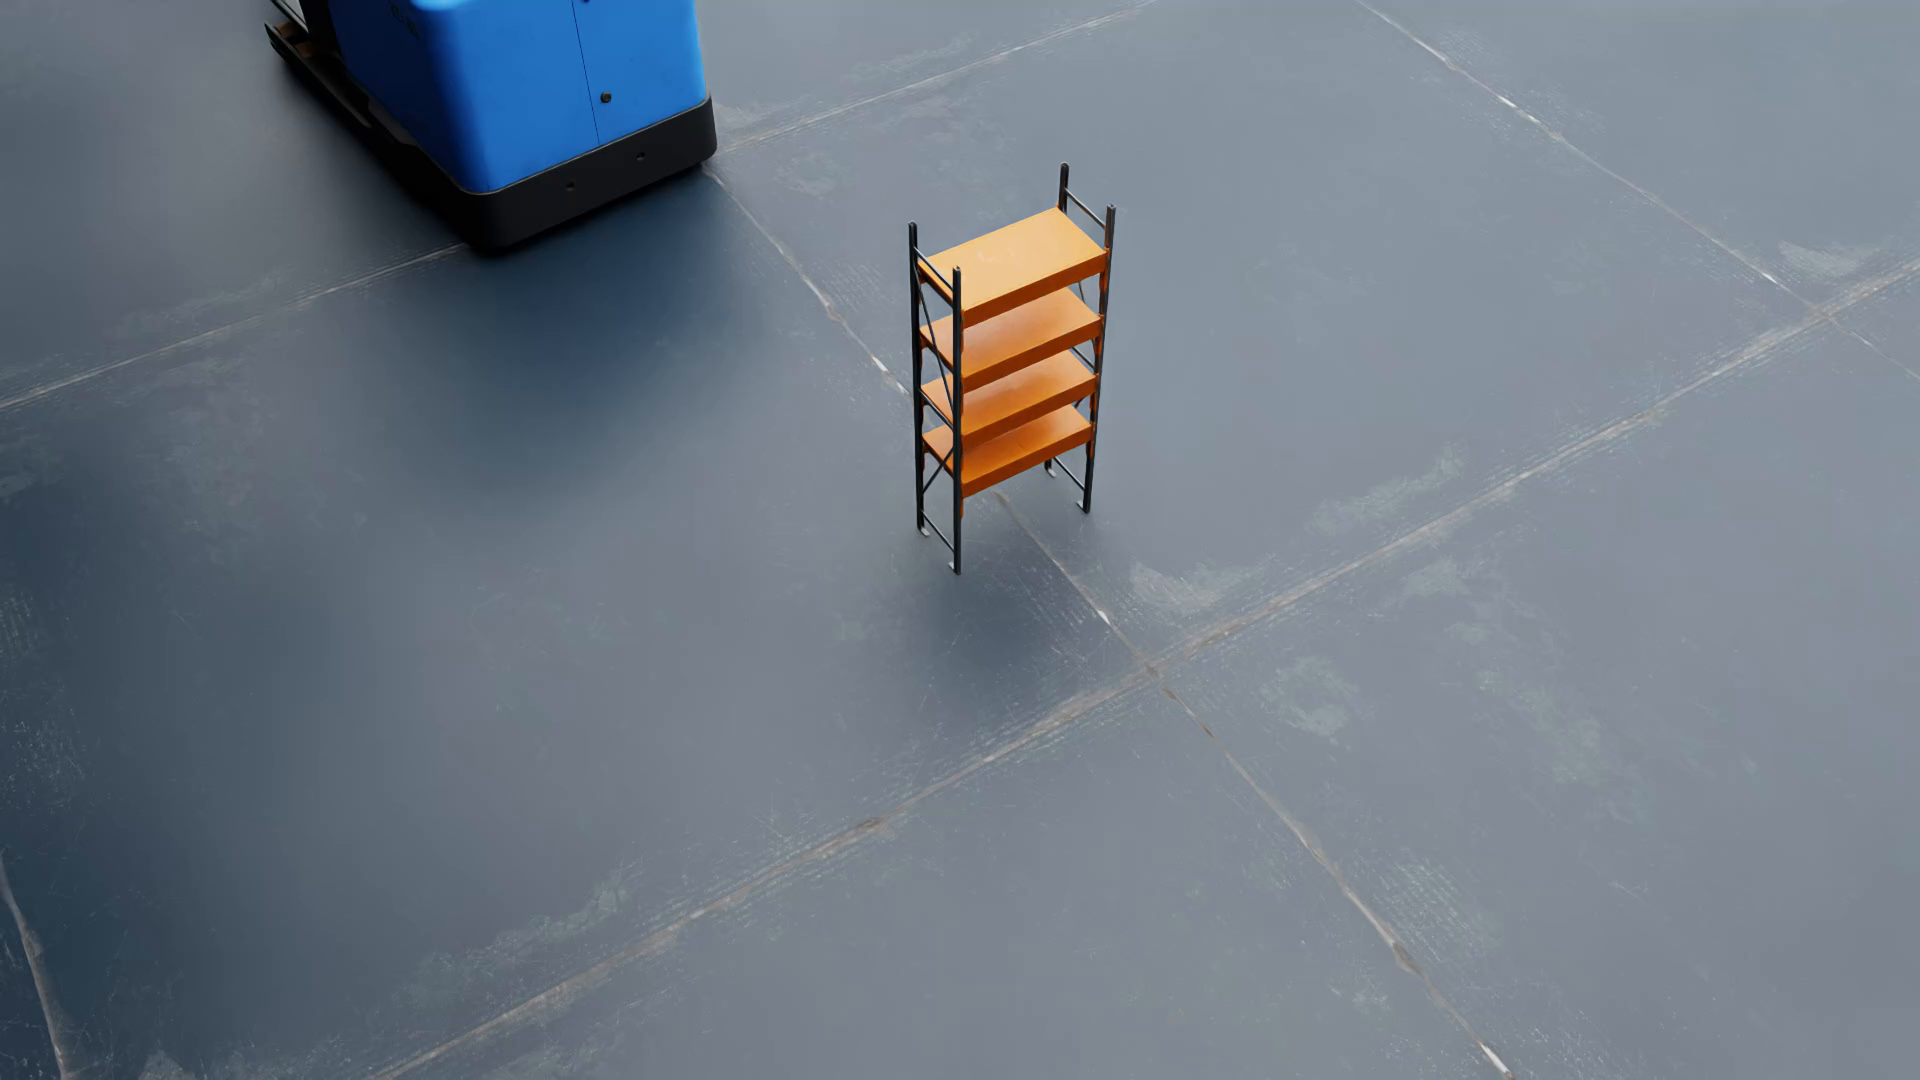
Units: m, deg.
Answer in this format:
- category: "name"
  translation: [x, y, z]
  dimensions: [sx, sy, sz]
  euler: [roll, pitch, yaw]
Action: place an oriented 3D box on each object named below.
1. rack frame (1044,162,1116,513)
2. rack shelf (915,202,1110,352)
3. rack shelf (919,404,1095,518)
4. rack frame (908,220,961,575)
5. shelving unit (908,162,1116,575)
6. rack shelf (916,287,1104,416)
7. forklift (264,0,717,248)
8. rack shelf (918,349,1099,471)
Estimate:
- category: "rack frame"
  translation: [0.346, -0.562, 4.947]
  dimensions: [0.015, 1.200, 0.240]
  euler: [-25, 53, -21]
- category: "rack shelf"
  translation: [0.140, -0.726, 4.567]
  dimensions: [0.480, 0.148, 0.258]
  euler: [-25, 53, -21]
- category: "rack shelf"
  translation: [0.140, -0.288, 5.059]
  dimensions: [0.480, 0.148, 0.258]
  euler: [-25, 53, -21]
- category: "rack frame"
  translation: [-0.066, -0.368, 4.774]
  dimensions: [0.015, 1.200, 0.240]
  euler: [-25, 53, -21]
- category: "shelving unit"
  translation: [0.140, -0.465, 4.861]
  dimensions: [0.503, 1.200, 0.258]
  euler: [-25, 53, -21]
- category: "rack shelf"
  translation: [0.140, -0.569, 4.744]
  dimensions: [0.480, 0.148, 0.258]
  euler: [-25, 53, -21]
- category: "forklift"
  translation: [-2.263, -3.095, 6.043]
  dimensions: [1.130, 2.935, 3.031]
  euler: [-31, 55, -24]
- category: "rack shelf"
  translation: [0.140, -0.420, 4.911]
  dimensions: [0.480, 0.148, 0.258]
  euler: [-25, 53, -21]
